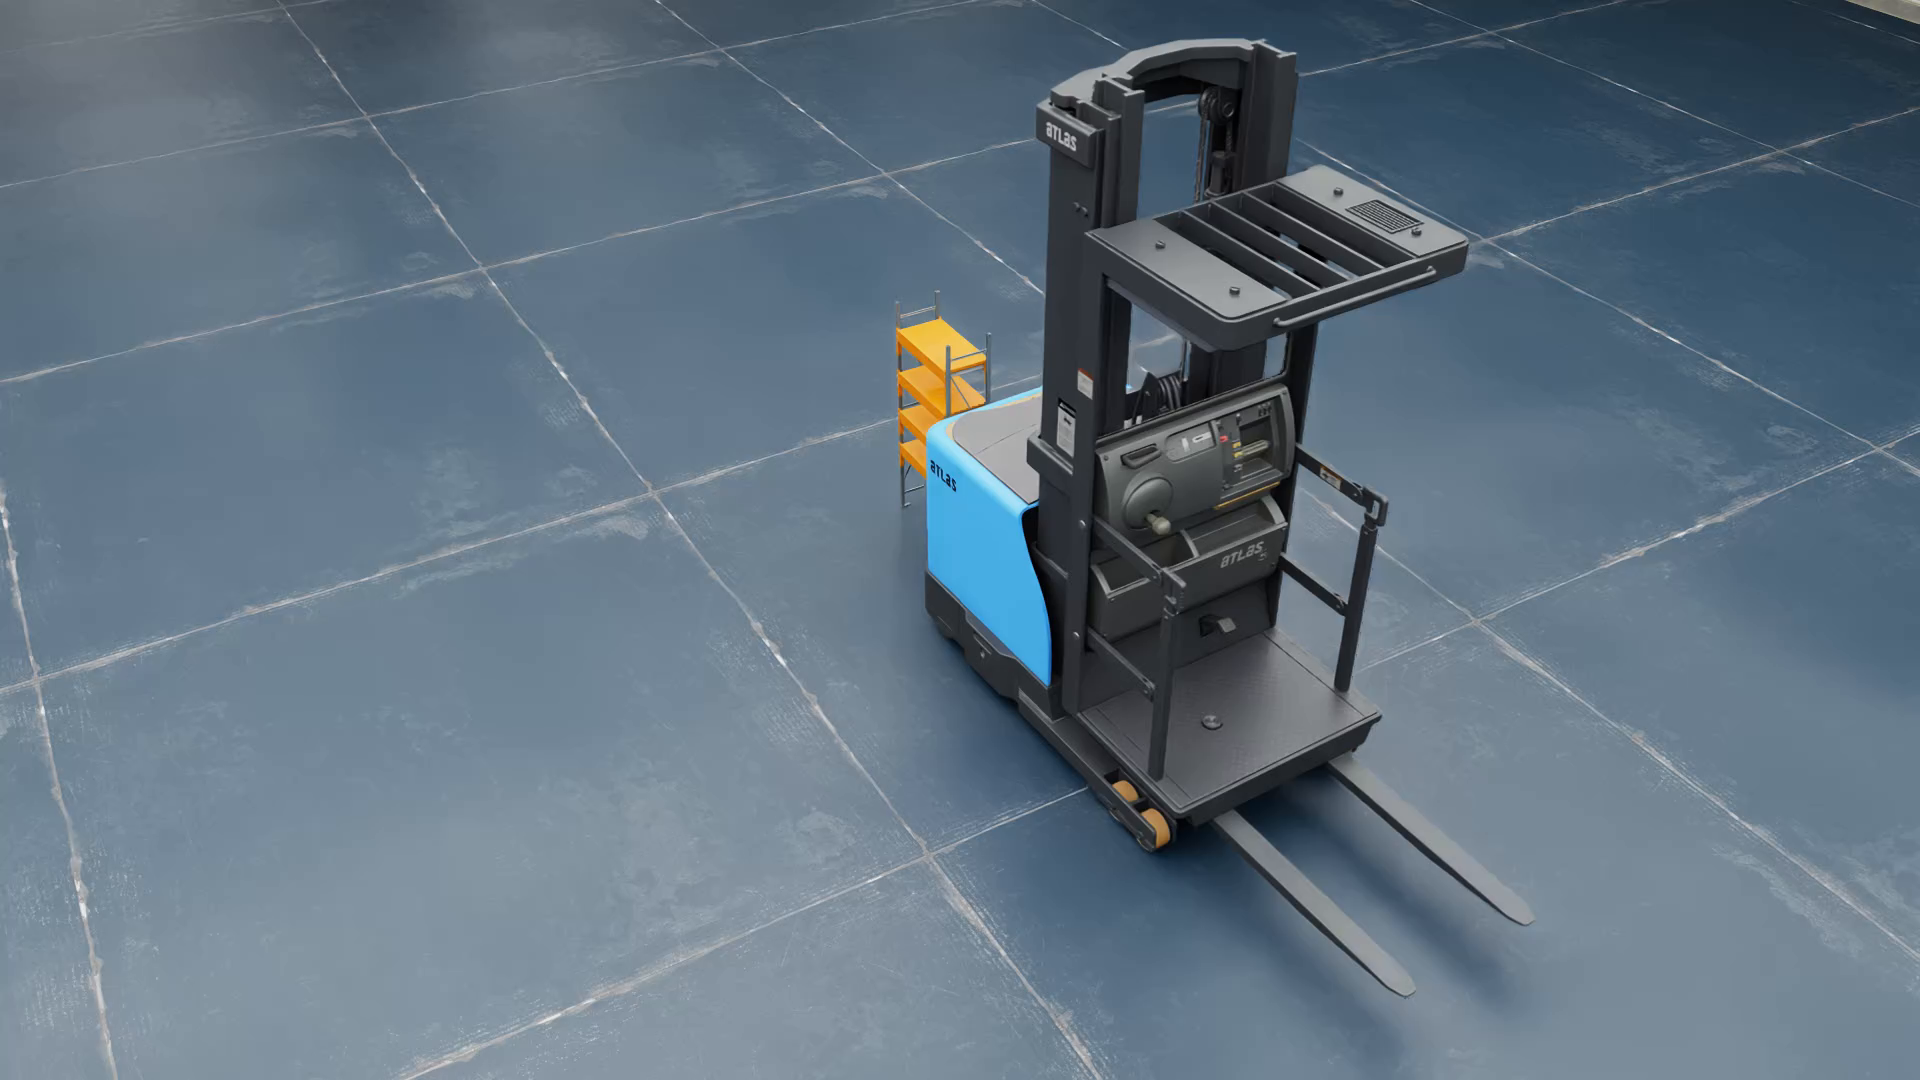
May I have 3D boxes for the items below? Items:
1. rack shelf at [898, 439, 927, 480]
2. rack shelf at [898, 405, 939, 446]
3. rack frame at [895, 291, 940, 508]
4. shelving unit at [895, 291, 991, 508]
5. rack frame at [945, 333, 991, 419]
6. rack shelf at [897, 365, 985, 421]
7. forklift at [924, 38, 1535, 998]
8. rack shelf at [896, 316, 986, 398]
[{"bbox_3d":[-0.083,-0.354,8.396,0.258,0.148,0.480,-19,40,-24],"label":"rack shelf"},{"bbox_3d":[-0.083,-0.515,8.279,0.258,0.148,0.480,-19,40,-24],"label":"rack shelf"},{"bbox_3d":[-0.206,-0.693,8.409,0.240,1.200,0.015,-19,40,-24],"label":"rack frame"},{"bbox_3d":[-0.083,-0.569,8.239,0.258,1.200,0.503,-19,40,-24],"label":"shelving unit"},{"bbox_3d":[0.039,-0.445,8.069,0.240,1.200,0.015,-19,40,-24],"label":"rack frame"},{"bbox_3d":[-0.083,-0.695,8.147,0.258,0.148,0.480,-19,40,-24],"label":"rack shelf"},{"bbox_3d":[1.047,-0.244,6.327,1.130,2.935,3.031,-21,41,-26],"label":"forklift"},{"bbox_3d":[-0.083,-0.886,8.007,0.258,0.148,0.480,-19,40,-24],"label":"rack shelf"}]
